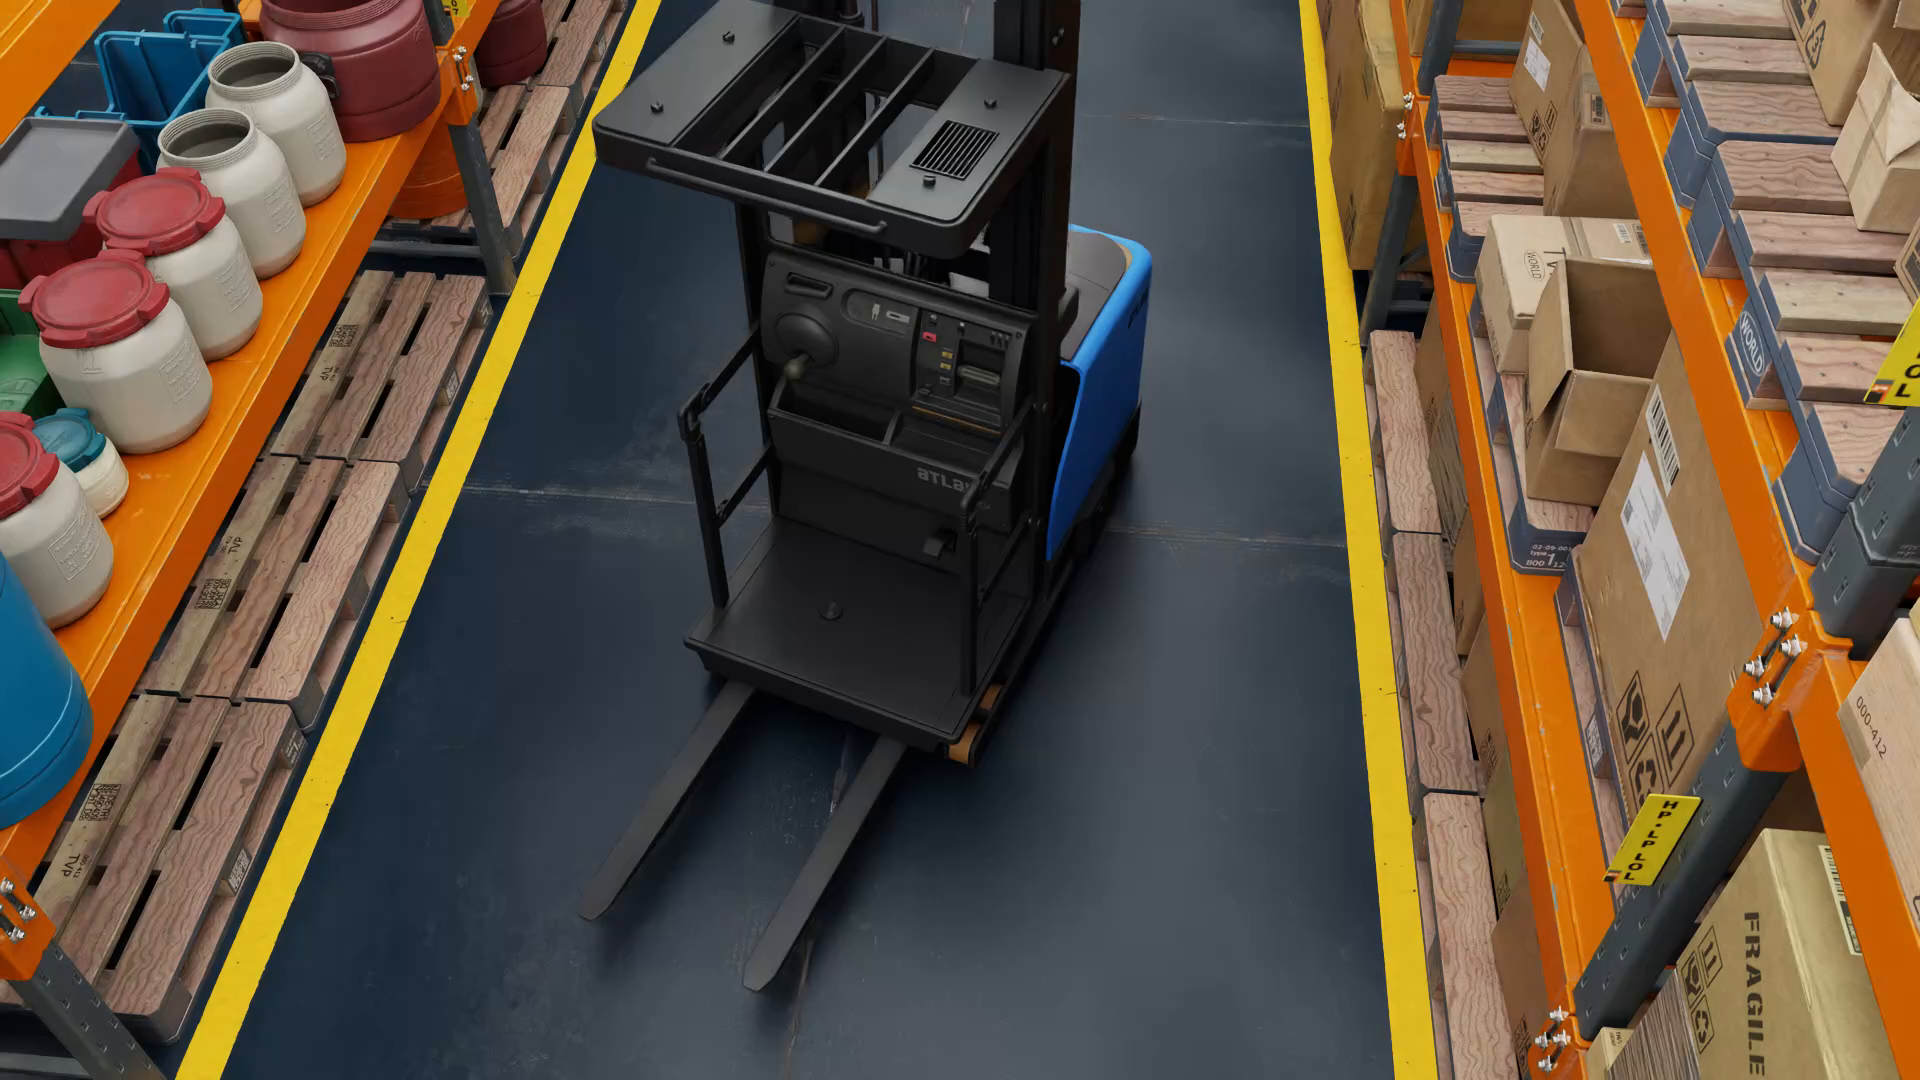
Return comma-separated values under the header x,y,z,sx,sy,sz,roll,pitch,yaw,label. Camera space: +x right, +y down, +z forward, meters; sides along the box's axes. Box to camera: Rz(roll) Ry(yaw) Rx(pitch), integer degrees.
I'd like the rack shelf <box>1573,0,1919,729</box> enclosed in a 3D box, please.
x,y,z,sx,sy,sz,roll,pitch,yaw,label
2.144,-1.199,4.294,1.077,0.370,4.000,4,48,4,rack shelf

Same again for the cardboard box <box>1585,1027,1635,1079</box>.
x,y,z,sx,sy,sz,roll,pitch,yaw,label
1.643,1.263,3.758,0.380,0.149,0.250,4,48,4,cardboard box

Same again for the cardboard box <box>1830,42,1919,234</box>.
x,y,z,sx,sy,sz,roll,pitch,yaw,label
1.948,-0.766,3.217,0.396,0.266,0.258,5,48,5,cardboard box

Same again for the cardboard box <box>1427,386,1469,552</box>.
x,y,z,sx,sy,sz,roll,pitch,yaw,label
2.248,-0.301,6.415,0.700,0.500,0.500,0,48,0,cardboard box

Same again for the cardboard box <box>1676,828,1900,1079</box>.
x,y,z,sx,sy,sz,roll,pitch,yaw,label
1.668,0.883,2.989,0.500,0.500,0.500,4,48,4,cardboard box

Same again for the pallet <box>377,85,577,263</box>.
x,y,z,sx,sy,sz,roll,pitch,yaw,label
-2.575,-1.873,8.346,1.003,0.211,1.213,4,48,4,pallet

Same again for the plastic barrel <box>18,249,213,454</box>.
x,y,z,sx,sy,sz,roll,pitch,yaw,label
-2.598,-0.566,5.169,0.433,0.535,0.433,0,48,0,plastic barrel

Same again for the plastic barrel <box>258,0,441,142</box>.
x,y,z,sx,sy,sz,roll,pitch,yaw,label
-2.346,-1.916,6.404,0.600,0.536,0.708,4,48,4,plastic barrel

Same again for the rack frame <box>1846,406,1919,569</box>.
x,y,z,sx,sy,sz,roll,pitch,yaw,label
1.962,-0.984,1.578,1.000,3.000,0.127,4,48,4,rack frame

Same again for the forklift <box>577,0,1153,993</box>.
x,y,z,sx,sy,sz,roll,pitch,yaw,label
-0.312,-0.547,5.290,1.130,2.935,3.031,18,50,16,forklift

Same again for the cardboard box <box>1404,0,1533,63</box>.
x,y,z,sx,sy,sz,roll,pitch,yaw,label
2.125,-2.312,6.790,0.500,0.500,0.500,5,48,5,cardboard box

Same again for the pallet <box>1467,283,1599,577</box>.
x,y,z,sx,sy,sz,roll,pitch,yaw,label
2.187,-0.377,5.218,1.003,0.211,1.213,4,48,4,pallet

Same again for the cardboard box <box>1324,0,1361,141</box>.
x,y,z,sx,sy,sz,roll,pitch,yaw,label
2.499,-2.484,8.170,1.225,0.875,0.875,4,48,4,cardboard box

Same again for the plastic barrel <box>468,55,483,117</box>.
x,y,z,sx,sy,sz,roll,pitch,yaw,label
-2.616,-2.316,8.262,0.421,0.512,0.421,0,48,0,plastic barrel

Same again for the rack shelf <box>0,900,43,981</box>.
x,y,z,sx,sy,sz,roll,pitch,yaw,label
-3.152,2.420,3.017,1.077,0.370,4.000,4,48,4,rack shelf

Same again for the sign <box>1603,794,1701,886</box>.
x,y,z,sx,sy,sz,roll,pitch,yaw,label
1.409,0.615,3.396,0.100,0.325,0.005,4,48,4,sign

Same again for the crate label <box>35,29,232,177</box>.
x,y,z,sx,sy,sz,roll,pitch,yaw,label
-2.965,-1.532,6.120,0.502,0.435,0.616,4,48,4,crate label

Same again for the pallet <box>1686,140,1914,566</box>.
x,y,z,sx,sy,sz,roll,pitch,yaw,label
2.125,-0.355,3.162,1.213,0.211,1.003,4,48,4,pallet

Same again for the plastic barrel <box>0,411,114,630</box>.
x,y,z,sx,sy,sz,roll,pitch,yaw,label
-2.665,-0.027,4.675,0.433,0.535,0.433,0,48,0,plastic barrel

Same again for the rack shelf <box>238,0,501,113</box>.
x,y,z,sx,sy,sz,roll,pitch,yaw,label
-2.423,-3.459,8.394,1.077,0.370,4.000,4,48,4,rack shelf

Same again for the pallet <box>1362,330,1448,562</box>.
x,y,z,sx,sy,sz,roll,pitch,yaw,label
2.254,-0.384,6.984,1.003,0.211,1.213,4,48,4,pallet

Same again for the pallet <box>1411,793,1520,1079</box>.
x,y,z,sx,sy,sz,roll,pitch,yaw,label
2.032,1.409,5.344,1.003,0.211,1.213,4,48,4,pallet

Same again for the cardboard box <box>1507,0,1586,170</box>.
x,y,z,sx,sy,sz,roll,pitch,yaw,label
2.317,-1.675,5.923,0.500,0.500,0.500,-1,48,-1,cardboard box

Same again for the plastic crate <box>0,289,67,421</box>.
x,y,z,sx,sy,sz,roll,pitch,yaw,label
-3.093,-0.520,5.362,0.450,0.188,0.662,4,48,4,plastic crate

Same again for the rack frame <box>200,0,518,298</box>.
x,y,z,sx,sy,sz,roll,pitch,yaw,label
-2.606,-2.232,6.784,1.000,3.000,0.127,4,48,4,rack frame

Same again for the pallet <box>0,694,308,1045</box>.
x,y,z,sx,sy,sz,roll,pitch,yaw,label
-2.937,1.069,5.655,1.003,0.211,1.213,4,48,4,pallet

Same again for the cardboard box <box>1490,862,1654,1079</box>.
x,y,z,sx,sy,sz,roll,pitch,yaw,label
2.040,1.286,4.963,0.700,0.500,0.500,1,48,1,cardboard box

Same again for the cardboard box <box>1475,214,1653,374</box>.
x,y,z,sx,sy,sz,roll,pitch,yaw,label
1.945,-0.774,5.268,0.500,0.250,0.500,3,48,2,cardboard box

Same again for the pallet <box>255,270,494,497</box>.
x,y,z,sx,sy,sz,roll,pitch,yaw,label
-2.715,-0.724,7.295,1.003,0.211,1.213,4,48,4,pallet

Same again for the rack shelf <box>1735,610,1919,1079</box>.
x,y,z,sx,sy,sz,roll,pitch,yaw,label
1.780,1.741,1.606,1.077,0.370,4.000,4,48,4,rack shelf

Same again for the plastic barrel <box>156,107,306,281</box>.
x,y,z,sx,sy,sz,roll,pitch,yaw,label
-2.525,-1.190,5.756,0.421,0.512,0.421,0,48,0,plastic barrel

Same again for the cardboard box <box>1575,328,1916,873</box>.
x,y,z,sx,sy,sz,roll,pitch,yaw,label
2.174,0.122,3.940,1.000,1.000,1.000,4,48,4,cardboard box

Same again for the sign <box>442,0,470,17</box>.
x,y,z,sx,sy,sz,roll,pitch,yaw,label
-2.057,-2.255,6.695,0.100,0.325,0.005,4,48,4,sign

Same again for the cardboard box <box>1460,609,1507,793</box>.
x,y,z,sx,sy,sz,roll,pitch,yaw,label
2.152,0.526,5.658,0.700,0.500,0.500,0,48,0,cardboard box

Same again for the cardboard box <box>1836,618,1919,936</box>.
x,y,z,sx,sy,sz,roll,pitch,yaw,label
1.666,0.392,2.453,0.500,0.250,0.500,2,48,2,cardboard box
